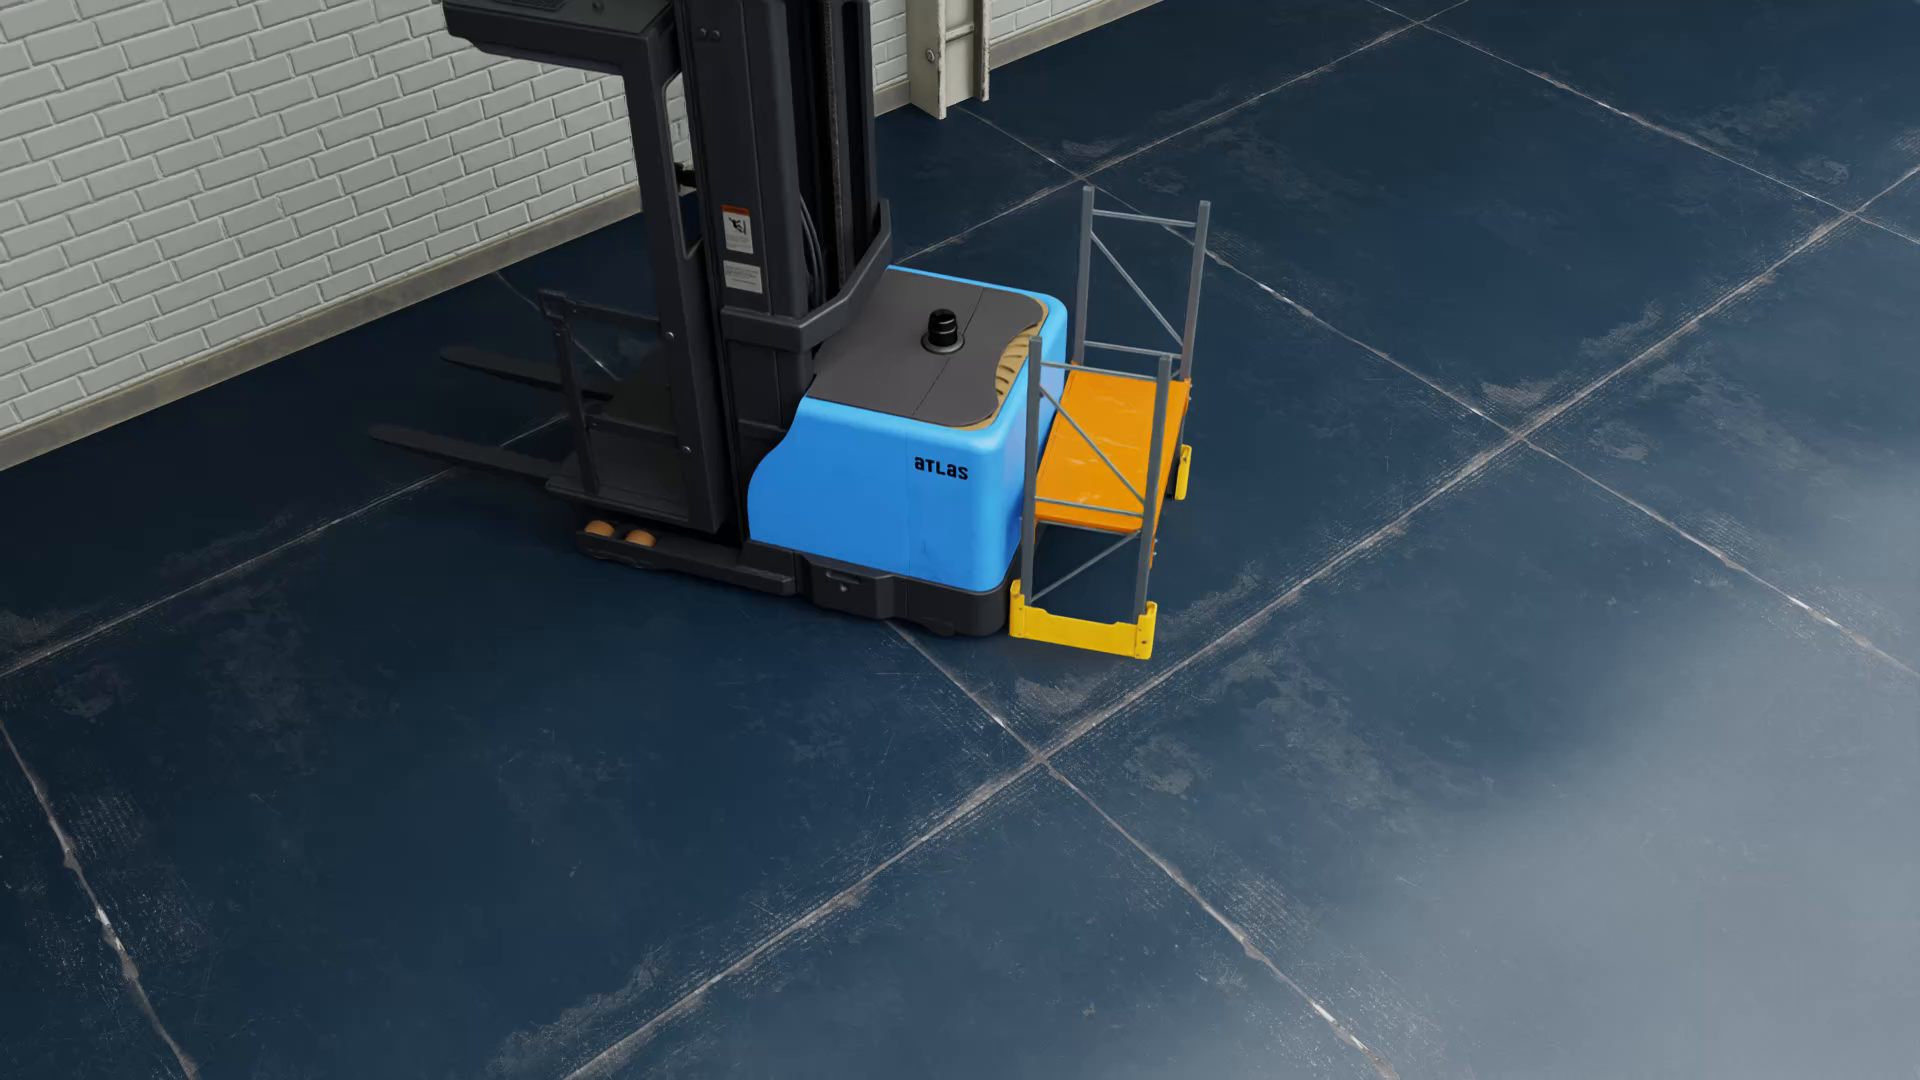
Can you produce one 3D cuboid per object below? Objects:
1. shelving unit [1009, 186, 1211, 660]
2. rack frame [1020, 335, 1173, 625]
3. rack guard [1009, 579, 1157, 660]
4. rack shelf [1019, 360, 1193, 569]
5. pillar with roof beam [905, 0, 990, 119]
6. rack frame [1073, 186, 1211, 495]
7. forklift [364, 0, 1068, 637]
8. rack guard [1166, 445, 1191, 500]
[{"bbox_3d":[0.610,-0.465,6.650,0.587,1.500,1.083,9,44,10],"label":"shelving unit"},{"bbox_3d":[0.487,-0.121,6.283,0.500,1.500,0.032,9,44,10],"label":"rack frame"},{"bbox_3d":[0.492,0.322,6.725,0.587,0.250,0.087,9,44,10],"label":"rack guard"},{"bbox_3d":[0.607,-0.328,6.767,0.538,0.185,1.000,9,44,10],"label":"rack shelf"},{"bbox_3d":[2.692,-3.695,4.611,0.400,9.000,9.100,-30,51,-28],"label":"pillar with roof beam"},{"bbox_3d":[0.727,-0.797,7.003,0.500,1.500,0.032,9,44,10],"label":"rack frame"},{"bbox_3d":[-1.125,-1.275,6.467,3.031,2.935,1.130,13,45,13],"label":"forklift"},{"bbox_3d":[0.727,-0.341,7.430,0.587,0.250,0.087,9,44,10],"label":"rack guard"}]
